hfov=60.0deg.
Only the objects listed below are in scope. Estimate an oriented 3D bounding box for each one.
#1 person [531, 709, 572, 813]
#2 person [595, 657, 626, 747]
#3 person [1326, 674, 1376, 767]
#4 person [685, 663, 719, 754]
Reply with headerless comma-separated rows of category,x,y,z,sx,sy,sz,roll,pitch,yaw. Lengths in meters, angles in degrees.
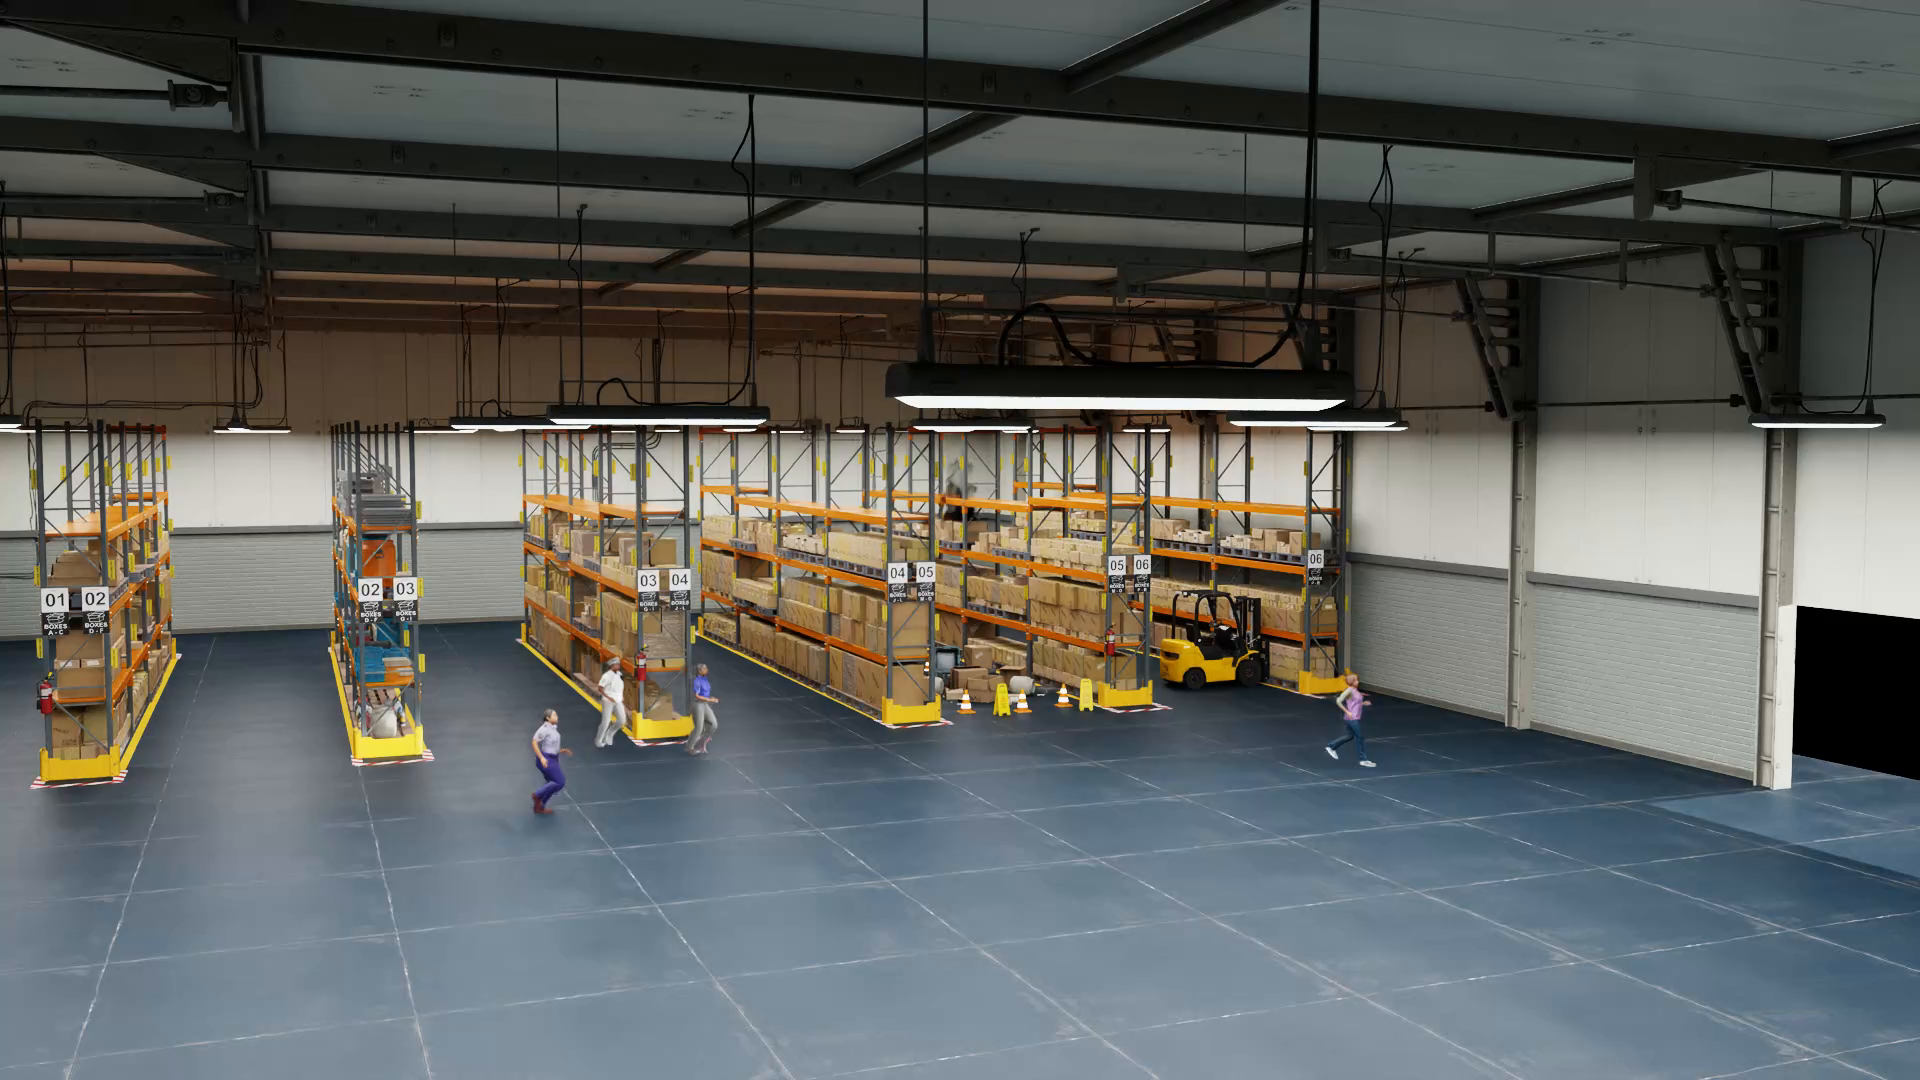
person,-6.188,3.355,25.189,0.588,1.585,0.592,0,4,-2
person,-6.387,2.977,30.701,0.575,1.637,0.640,3,5,41
person,6.776,3.108,28.804,0.893,1.579,0.539,2,4,26
person,-4.619,3.044,29.911,0.674,1.669,0.597,1,4,17
